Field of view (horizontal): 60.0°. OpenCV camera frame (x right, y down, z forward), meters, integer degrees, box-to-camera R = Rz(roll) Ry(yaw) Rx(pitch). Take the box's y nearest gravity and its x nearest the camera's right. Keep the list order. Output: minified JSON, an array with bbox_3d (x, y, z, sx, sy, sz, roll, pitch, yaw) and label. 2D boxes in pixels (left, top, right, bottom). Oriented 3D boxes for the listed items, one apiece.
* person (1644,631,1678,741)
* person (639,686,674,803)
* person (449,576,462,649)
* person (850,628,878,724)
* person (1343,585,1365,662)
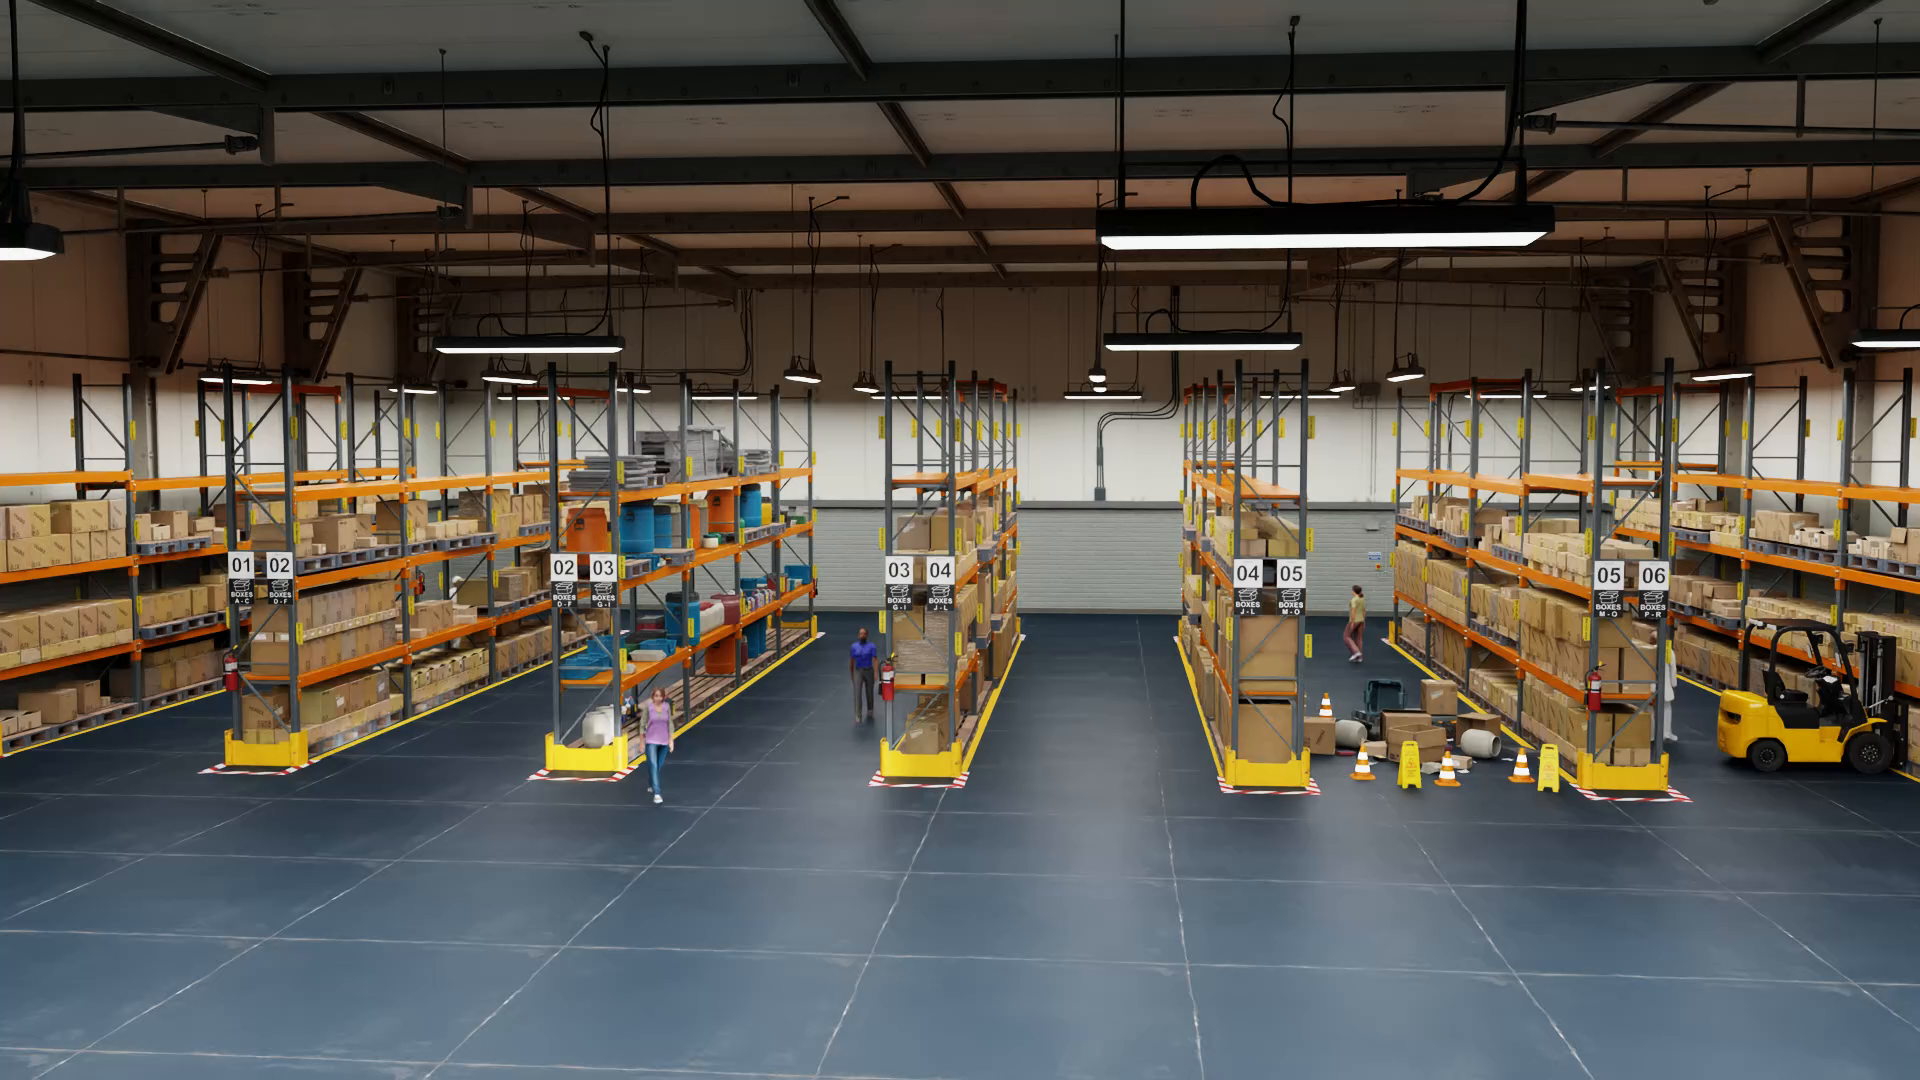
[{"bbox_3d":[11.221,2.360,26.761,0.614,1.776,0.613,0,4,3],"label":"person"},{"bbox_3d":[-4.072,2.738,22.408,0.440,1.529,0.979,-2,4,-33],"label":"person"},{"bbox_3d":[-11.205,1.690,37.034,0.608,1.769,0.493,2,4,31],"label":"person"},{"bbox_3d":[-1.650,2.307,28.607,0.519,1.589,1.033,0,4,3],"label":"person"},{"bbox_3d":[8.561,1.802,35.974,0.481,1.670,0.387,-3,5,-38],"label":"person"}]
